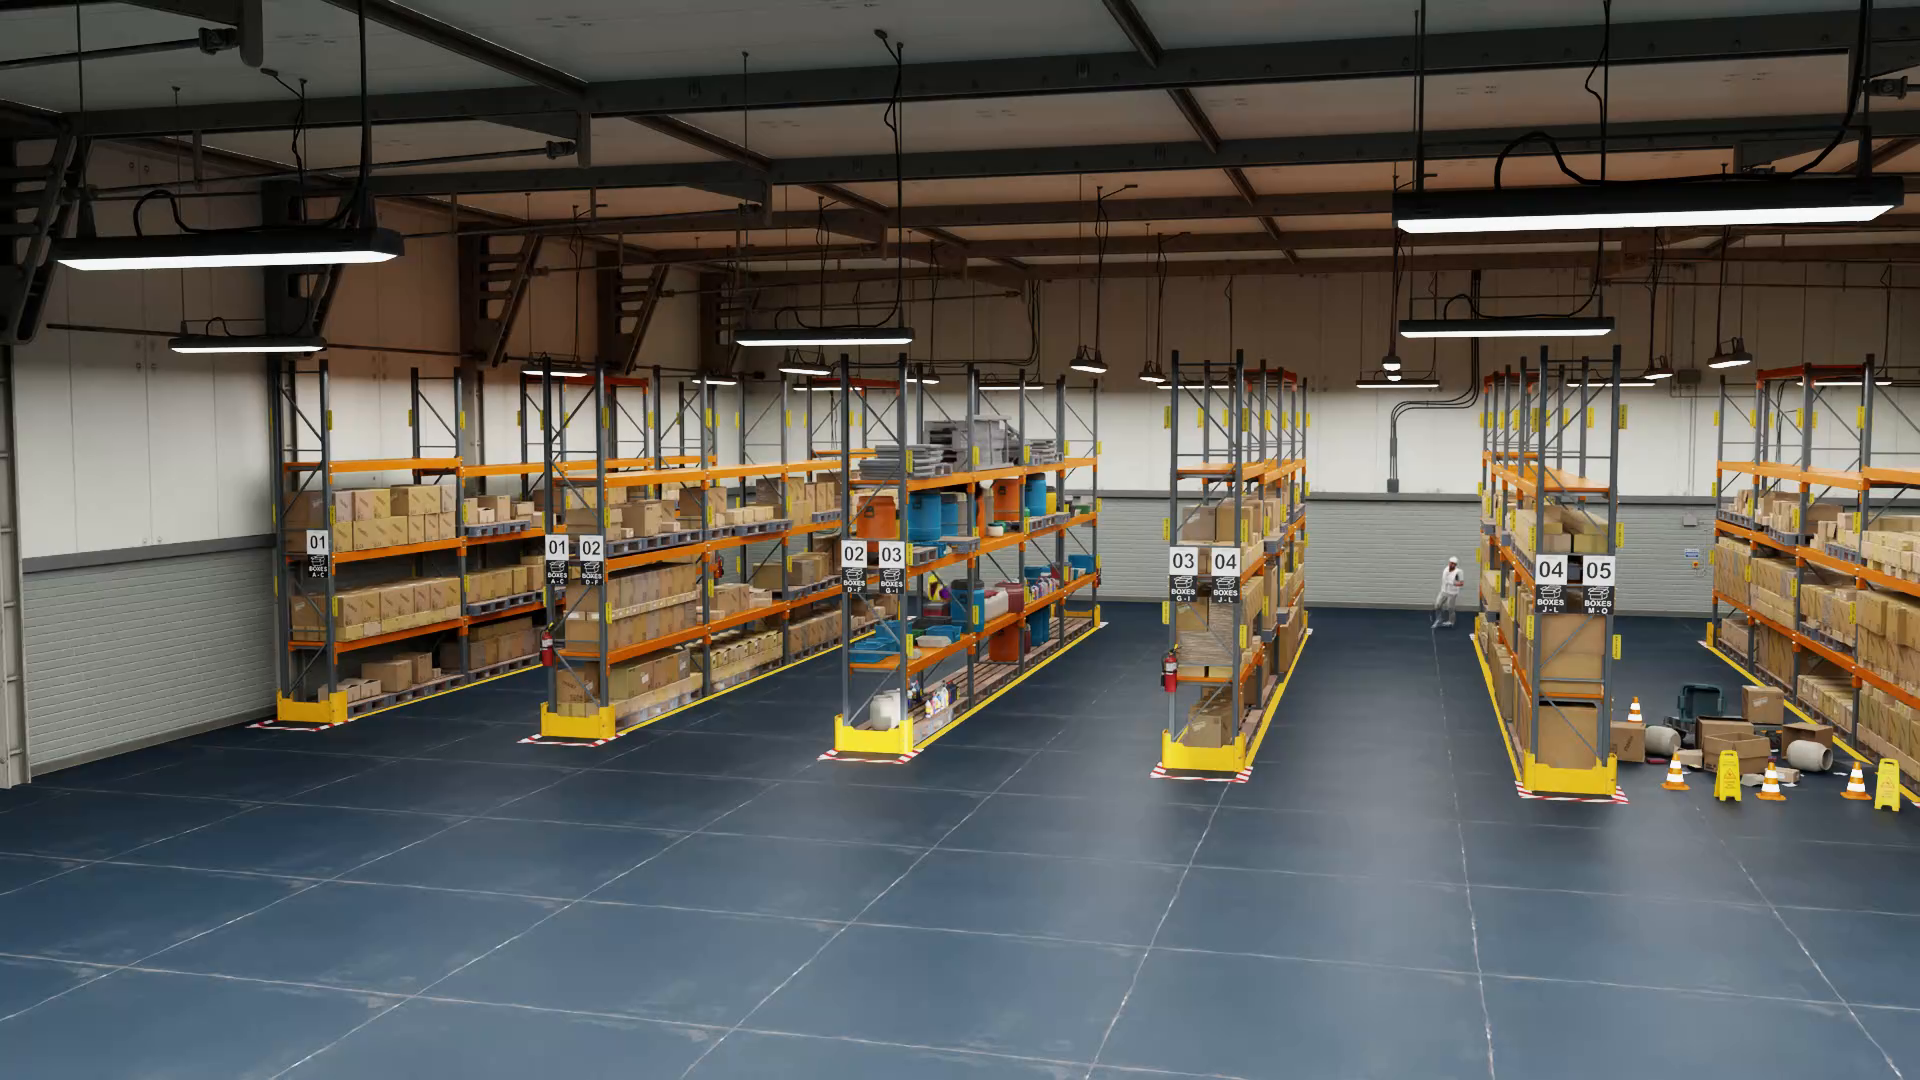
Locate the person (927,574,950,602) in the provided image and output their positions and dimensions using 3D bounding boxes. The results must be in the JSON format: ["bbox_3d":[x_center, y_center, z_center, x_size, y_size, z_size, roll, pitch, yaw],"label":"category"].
[{"bbox_3d":[-0.462,1.505,37.296,0.724,1.556,1.102,2,5,27],"label":"person"}]

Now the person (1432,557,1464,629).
[{"bbox_3d":[11.777,1.278,39.893,0.676,1.775,0.769,-4,5,-40],"label":"person"}]
